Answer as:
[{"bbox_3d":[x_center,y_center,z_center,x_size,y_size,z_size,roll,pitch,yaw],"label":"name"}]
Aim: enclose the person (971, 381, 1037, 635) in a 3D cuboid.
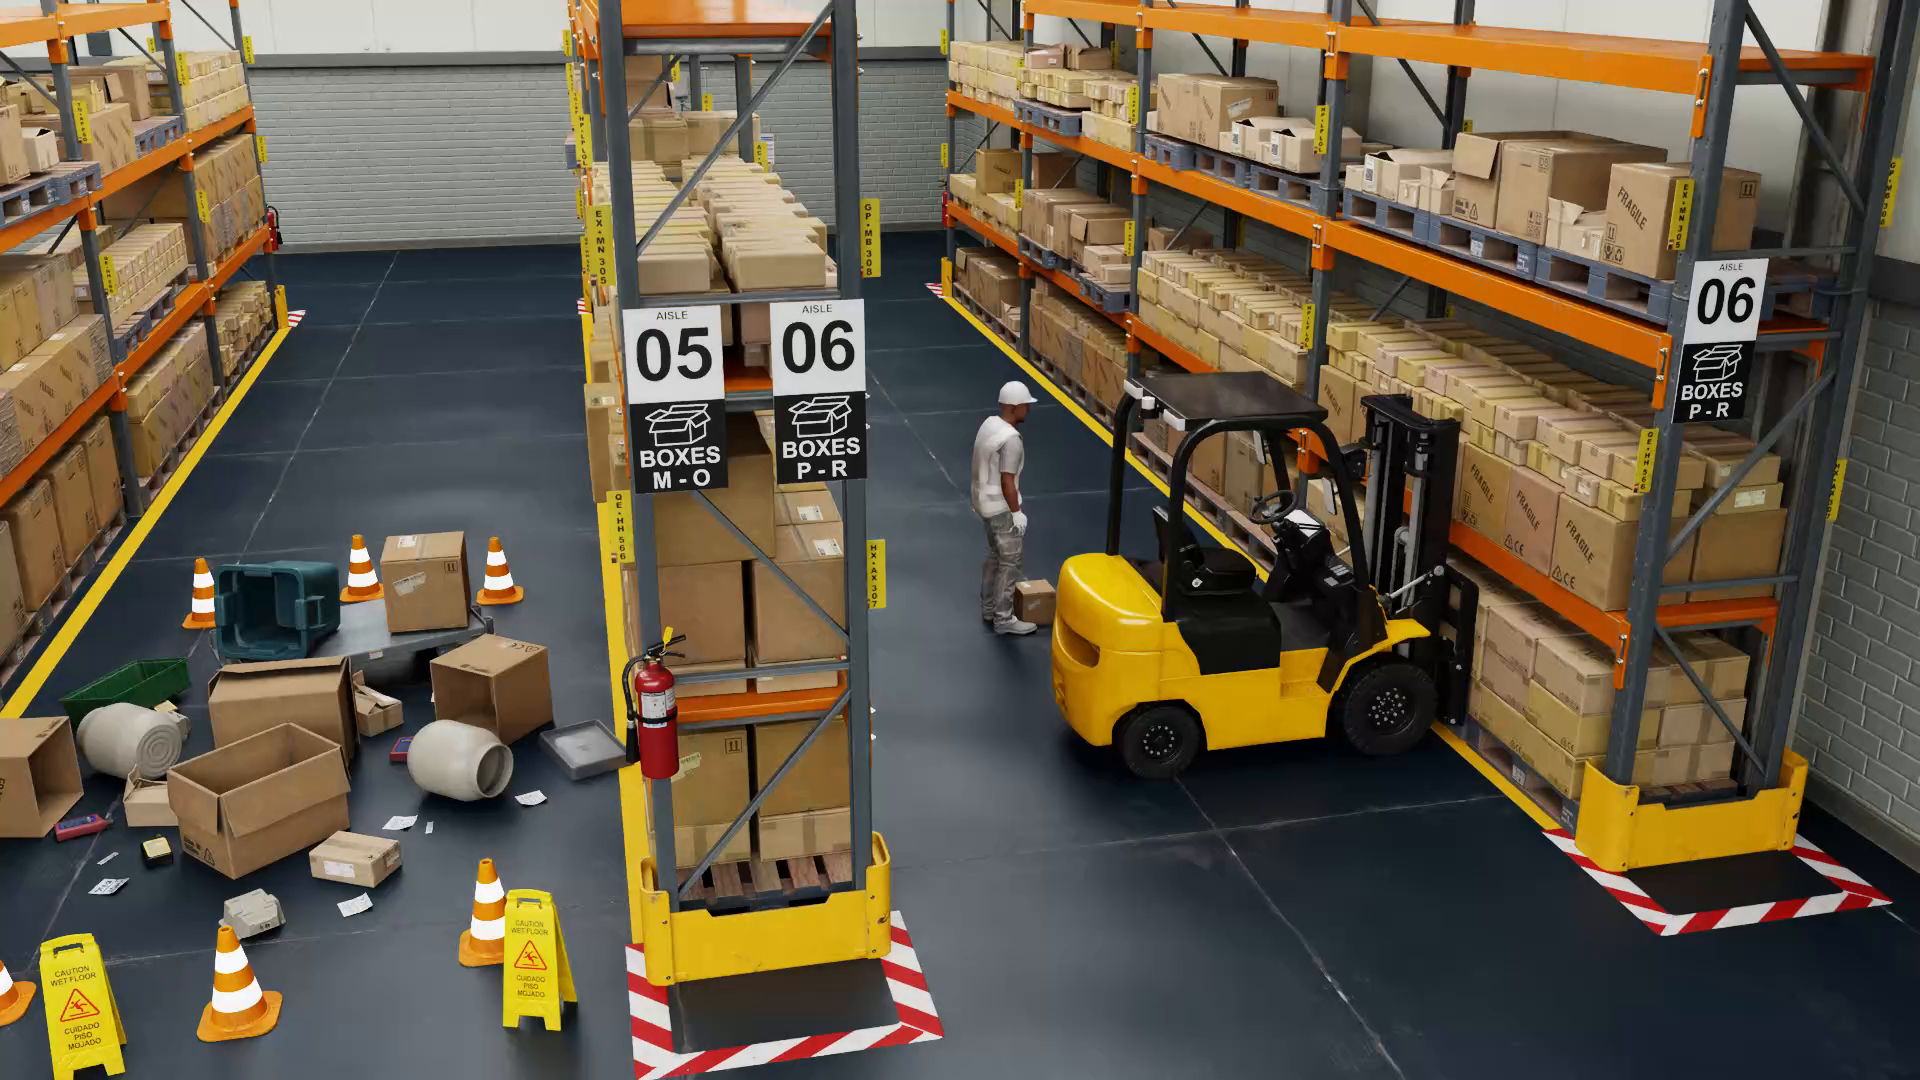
[{"bbox_3d":[0.319,-0.240,11.732,0.449,1.774,0.616,-4,20,-13],"label":"person"}]
